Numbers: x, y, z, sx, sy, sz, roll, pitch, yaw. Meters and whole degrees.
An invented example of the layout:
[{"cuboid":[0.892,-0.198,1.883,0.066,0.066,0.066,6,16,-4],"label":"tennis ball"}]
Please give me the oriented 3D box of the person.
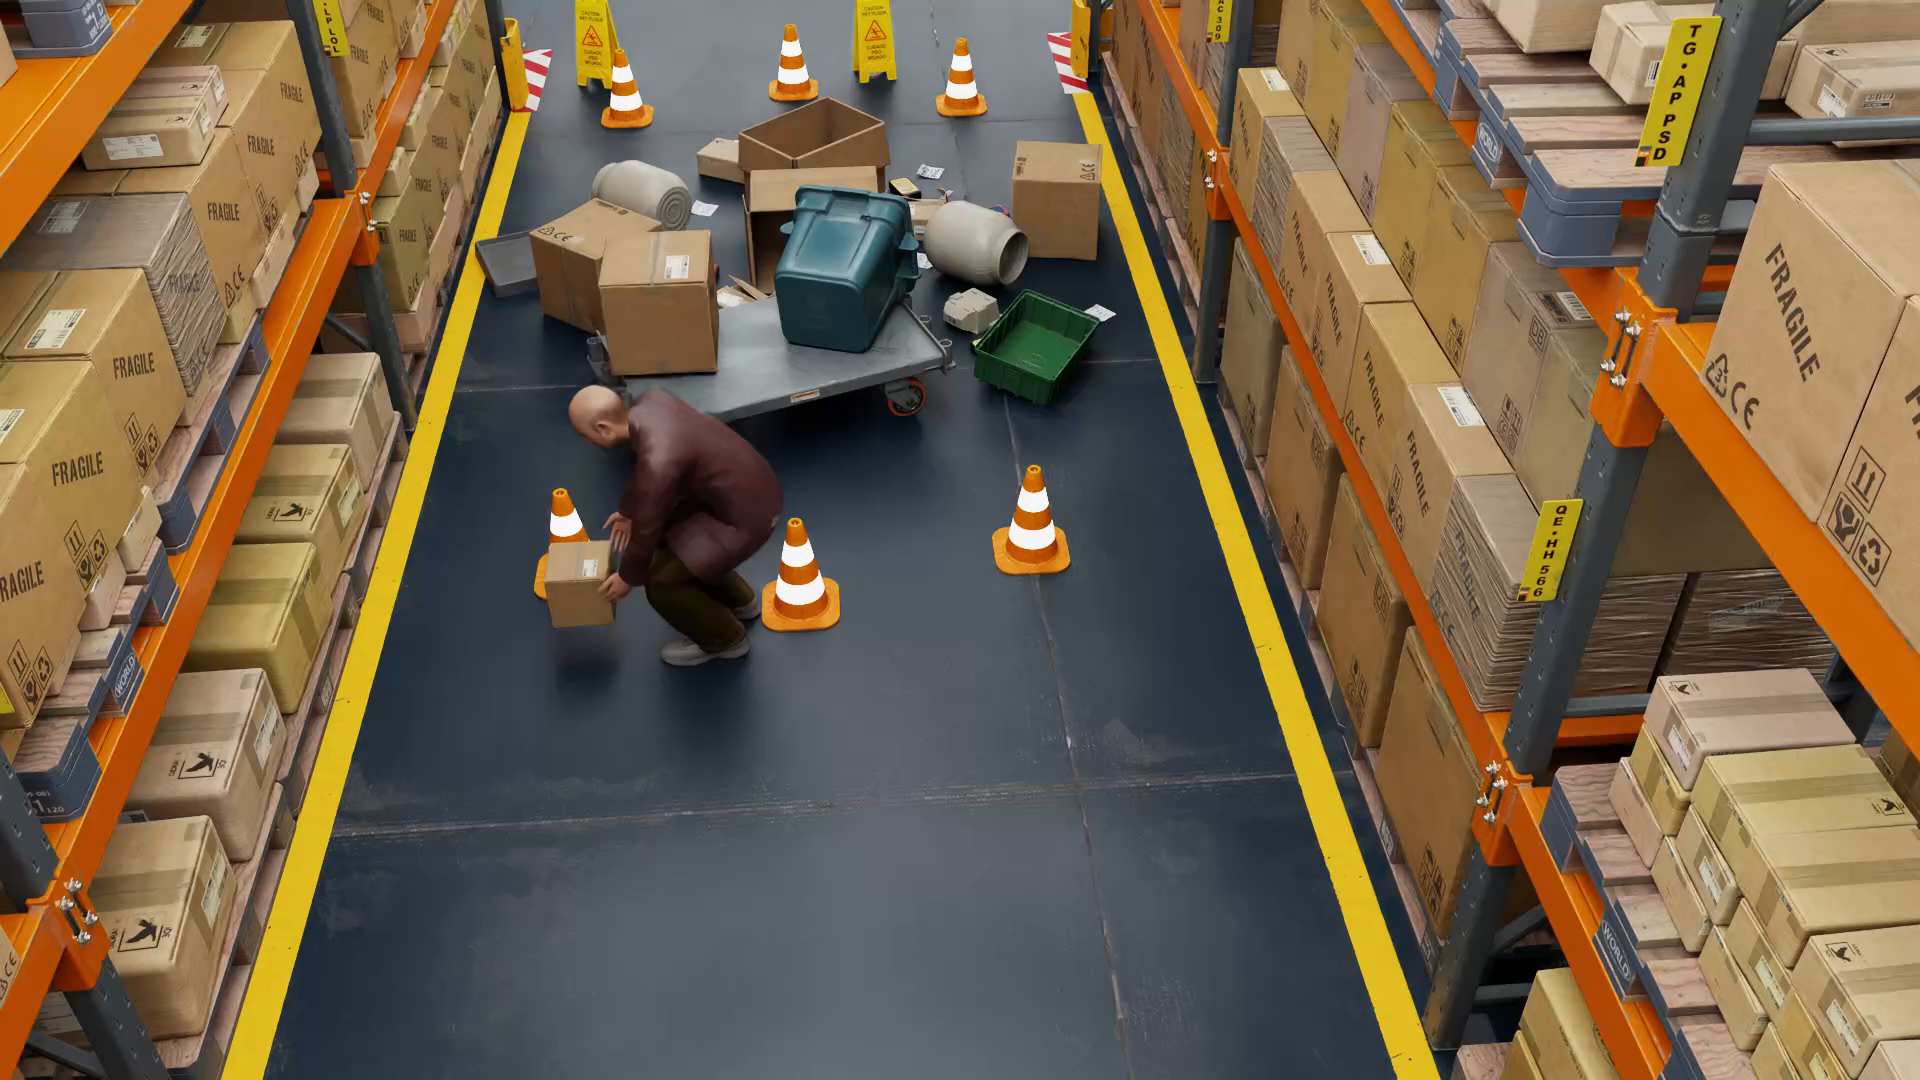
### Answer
[{"cuboid":[-1.090,-0.082,6.648,0.775,1.306,0.632,-3,39,-4],"label":"person"}]
